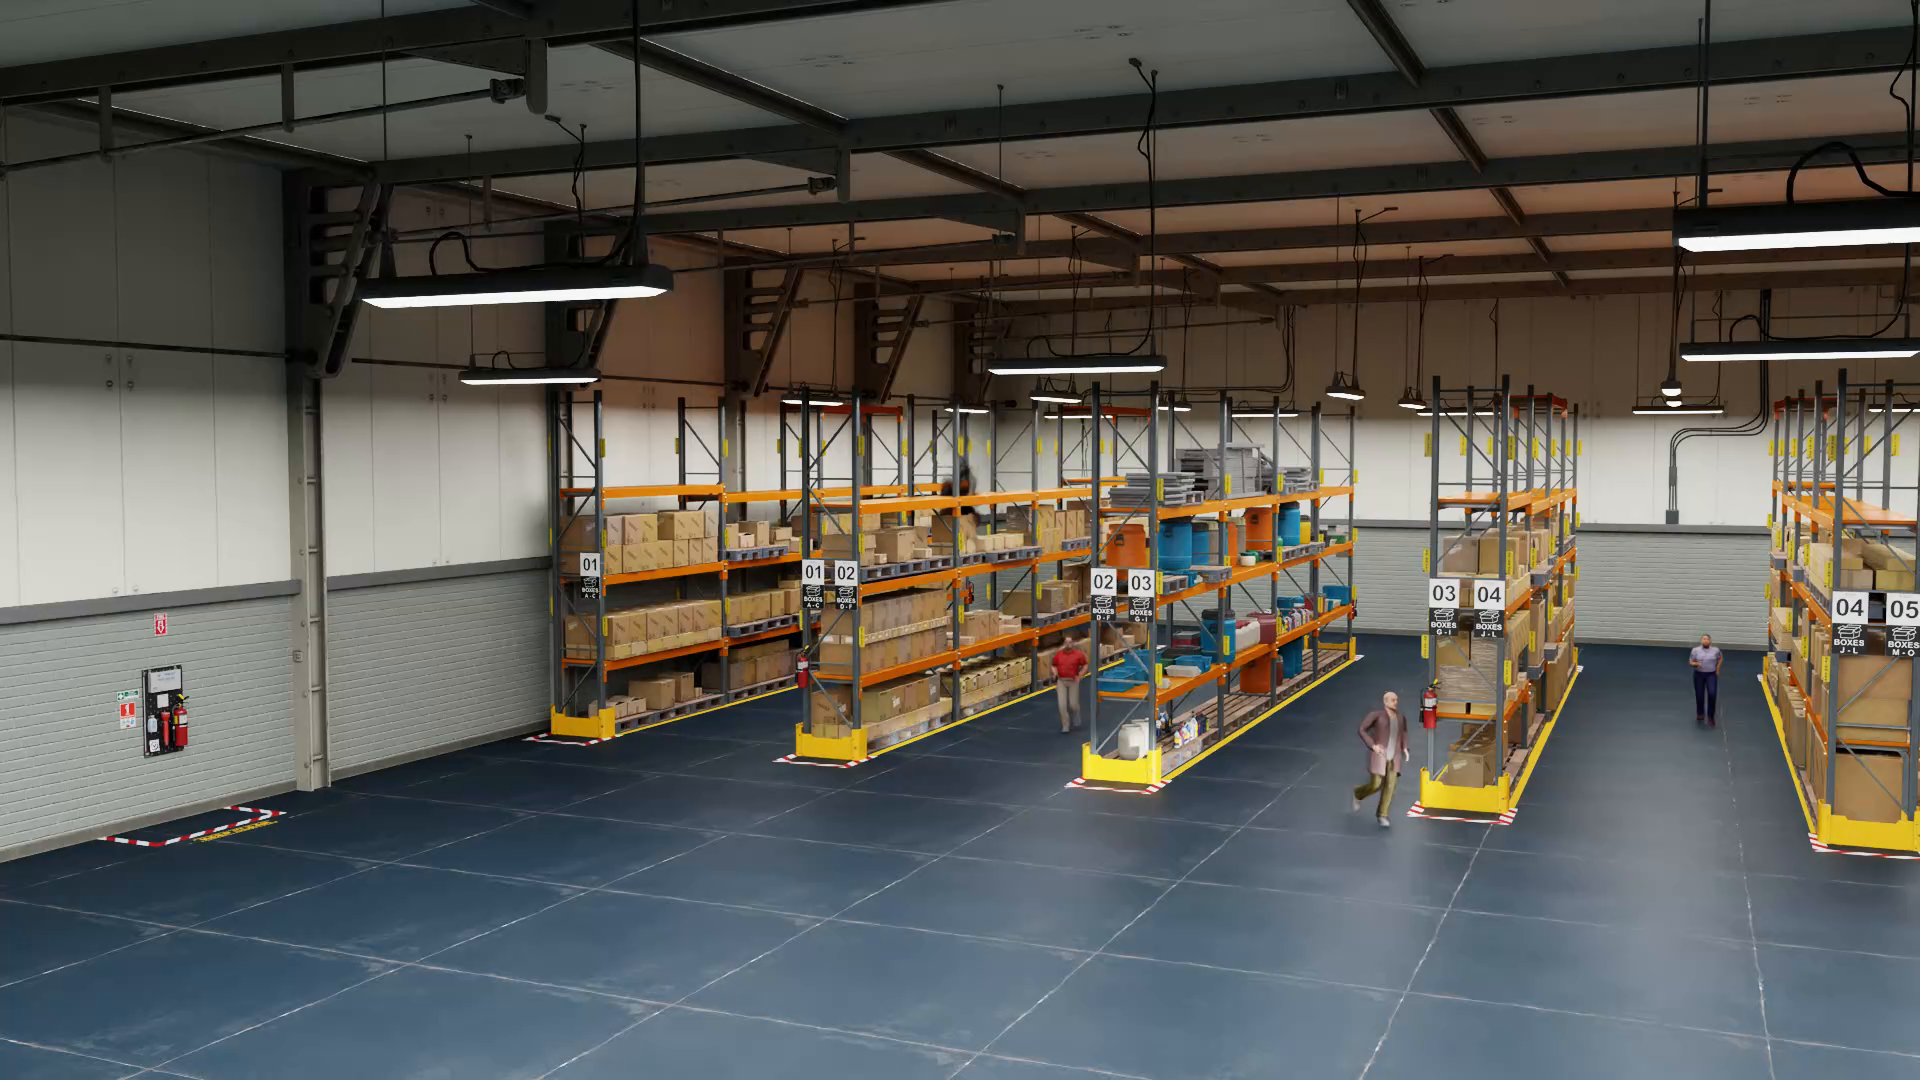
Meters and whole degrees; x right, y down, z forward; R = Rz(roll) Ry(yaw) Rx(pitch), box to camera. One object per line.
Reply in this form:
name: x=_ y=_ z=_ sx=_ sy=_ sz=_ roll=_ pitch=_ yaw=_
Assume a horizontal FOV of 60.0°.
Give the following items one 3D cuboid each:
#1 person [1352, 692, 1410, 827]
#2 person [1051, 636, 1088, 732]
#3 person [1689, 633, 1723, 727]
person: x=5.719 y=2.905 z=22.277 sx=0.773 sy=1.721 sz=0.918 roll=-1 pitch=3 yaw=-14
person: x=1.915 y=2.539 z=29.370 sx=0.661 sy=1.673 sz=0.628 roll=1 pitch=3 yaw=14
person: x=13.502 y=2.530 z=30.114 sx=0.554 sy=1.687 sz=0.759 roll=2 pitch=3 yaw=25
